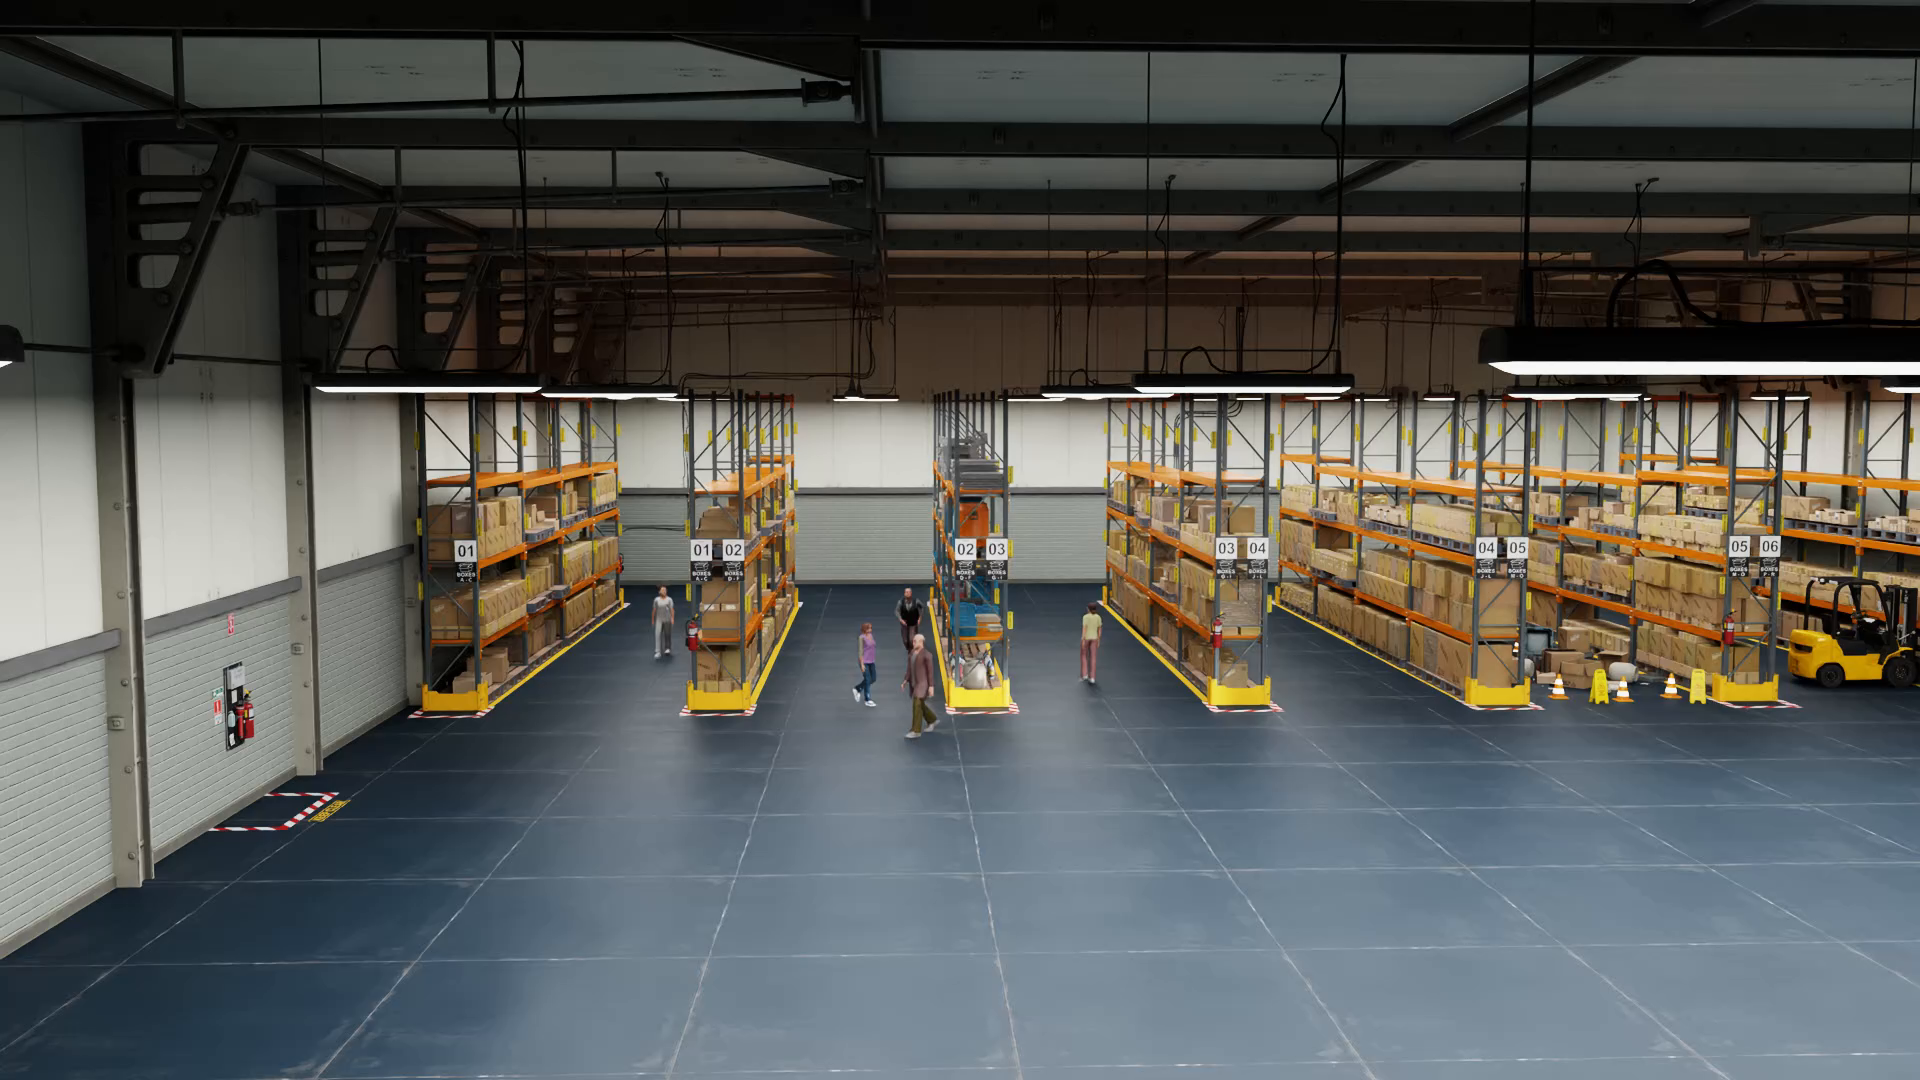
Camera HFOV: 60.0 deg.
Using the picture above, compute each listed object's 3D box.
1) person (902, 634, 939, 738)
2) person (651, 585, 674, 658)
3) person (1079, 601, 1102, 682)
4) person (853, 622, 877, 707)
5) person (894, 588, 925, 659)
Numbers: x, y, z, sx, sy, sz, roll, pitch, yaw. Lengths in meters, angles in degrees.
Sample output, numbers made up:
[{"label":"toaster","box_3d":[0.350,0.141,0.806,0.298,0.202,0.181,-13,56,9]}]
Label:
[{"label":"person","box_3d":[-0.682,2.496,28.739,0.850,1.758,0.568,-3,6,-35]},{"label":"person","box_3d":[-6.732,1.825,37.628,0.522,1.596,1.068,-1,5,-7]},{"label":"person","box_3d":[2.707,2.123,34.292,0.459,1.715,0.595,-1,5,-8]},{"label":"person","box_3d":[-1.795,2.342,31.627,0.620,1.589,0.475,3,6,32]},{"label":"person","box_3d":[-1.118,1.881,37.110,0.656,1.637,0.735,1,5,9]}]
